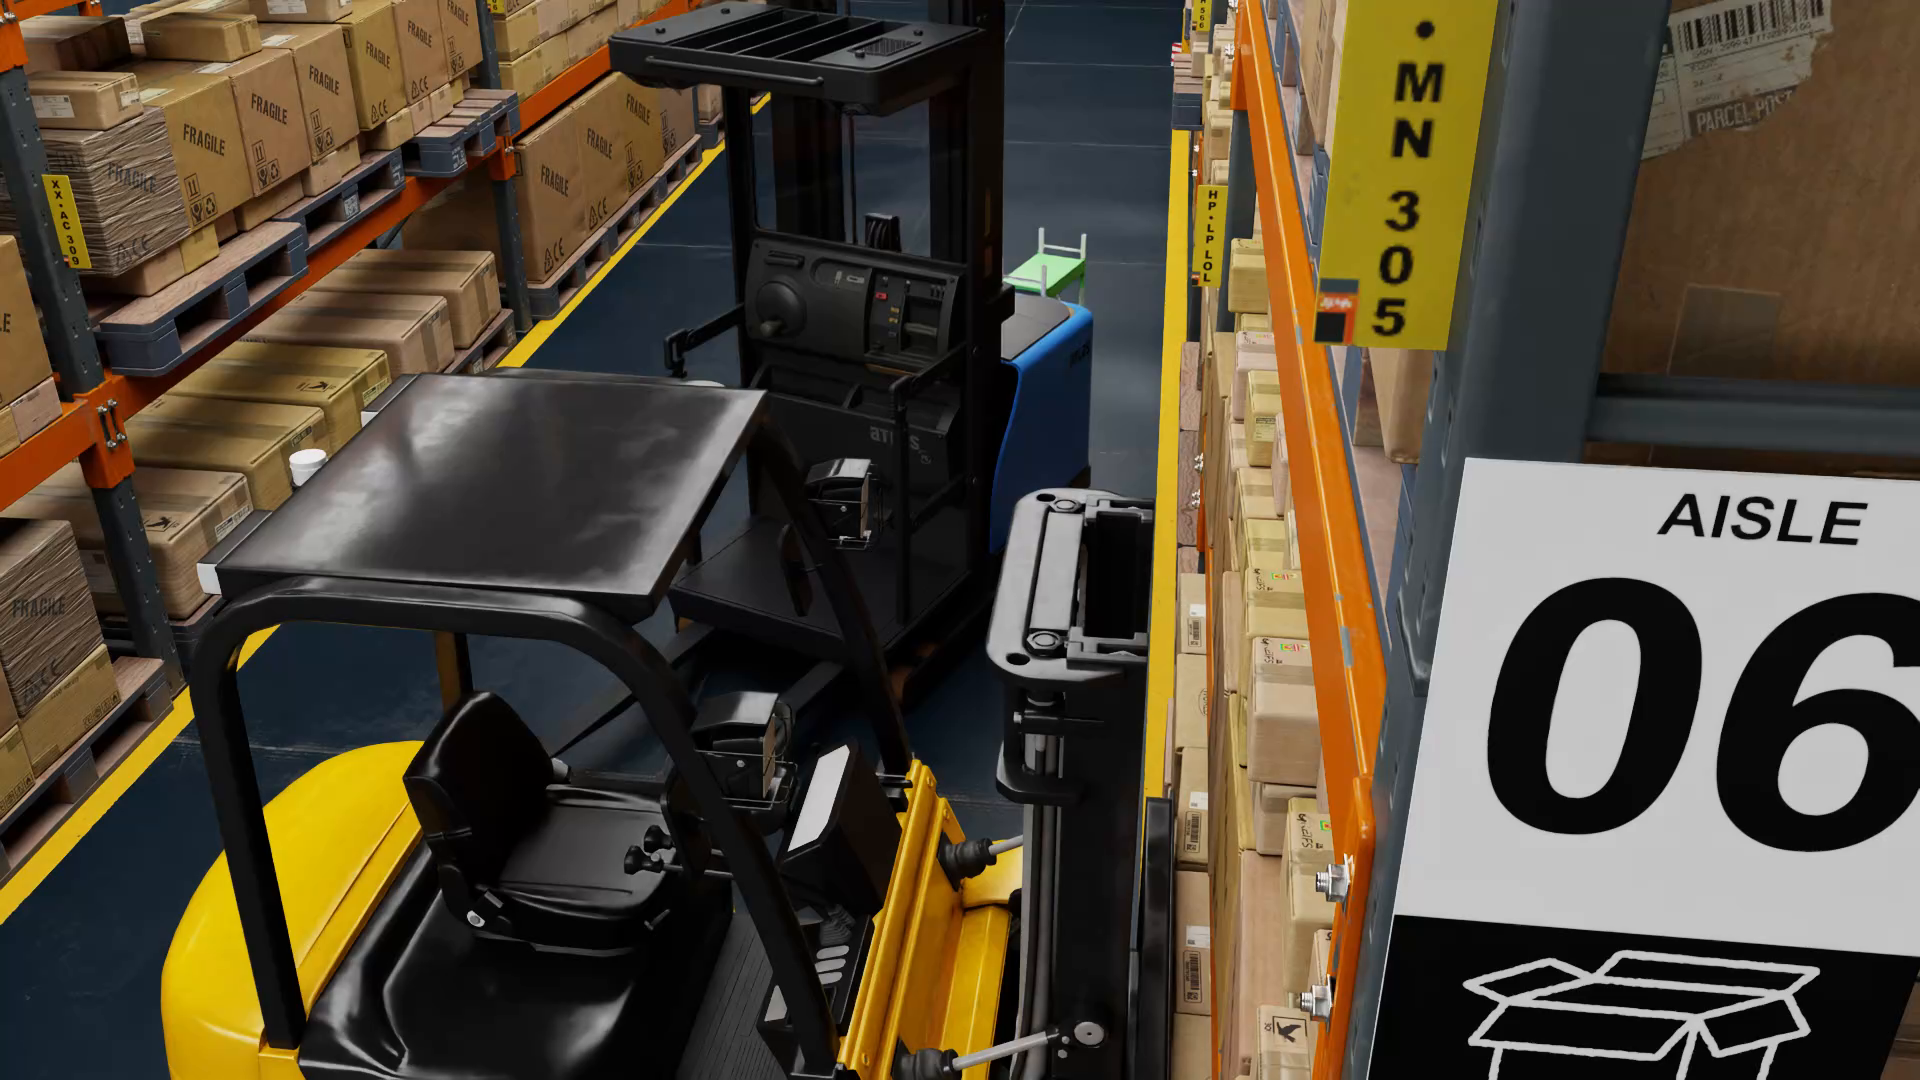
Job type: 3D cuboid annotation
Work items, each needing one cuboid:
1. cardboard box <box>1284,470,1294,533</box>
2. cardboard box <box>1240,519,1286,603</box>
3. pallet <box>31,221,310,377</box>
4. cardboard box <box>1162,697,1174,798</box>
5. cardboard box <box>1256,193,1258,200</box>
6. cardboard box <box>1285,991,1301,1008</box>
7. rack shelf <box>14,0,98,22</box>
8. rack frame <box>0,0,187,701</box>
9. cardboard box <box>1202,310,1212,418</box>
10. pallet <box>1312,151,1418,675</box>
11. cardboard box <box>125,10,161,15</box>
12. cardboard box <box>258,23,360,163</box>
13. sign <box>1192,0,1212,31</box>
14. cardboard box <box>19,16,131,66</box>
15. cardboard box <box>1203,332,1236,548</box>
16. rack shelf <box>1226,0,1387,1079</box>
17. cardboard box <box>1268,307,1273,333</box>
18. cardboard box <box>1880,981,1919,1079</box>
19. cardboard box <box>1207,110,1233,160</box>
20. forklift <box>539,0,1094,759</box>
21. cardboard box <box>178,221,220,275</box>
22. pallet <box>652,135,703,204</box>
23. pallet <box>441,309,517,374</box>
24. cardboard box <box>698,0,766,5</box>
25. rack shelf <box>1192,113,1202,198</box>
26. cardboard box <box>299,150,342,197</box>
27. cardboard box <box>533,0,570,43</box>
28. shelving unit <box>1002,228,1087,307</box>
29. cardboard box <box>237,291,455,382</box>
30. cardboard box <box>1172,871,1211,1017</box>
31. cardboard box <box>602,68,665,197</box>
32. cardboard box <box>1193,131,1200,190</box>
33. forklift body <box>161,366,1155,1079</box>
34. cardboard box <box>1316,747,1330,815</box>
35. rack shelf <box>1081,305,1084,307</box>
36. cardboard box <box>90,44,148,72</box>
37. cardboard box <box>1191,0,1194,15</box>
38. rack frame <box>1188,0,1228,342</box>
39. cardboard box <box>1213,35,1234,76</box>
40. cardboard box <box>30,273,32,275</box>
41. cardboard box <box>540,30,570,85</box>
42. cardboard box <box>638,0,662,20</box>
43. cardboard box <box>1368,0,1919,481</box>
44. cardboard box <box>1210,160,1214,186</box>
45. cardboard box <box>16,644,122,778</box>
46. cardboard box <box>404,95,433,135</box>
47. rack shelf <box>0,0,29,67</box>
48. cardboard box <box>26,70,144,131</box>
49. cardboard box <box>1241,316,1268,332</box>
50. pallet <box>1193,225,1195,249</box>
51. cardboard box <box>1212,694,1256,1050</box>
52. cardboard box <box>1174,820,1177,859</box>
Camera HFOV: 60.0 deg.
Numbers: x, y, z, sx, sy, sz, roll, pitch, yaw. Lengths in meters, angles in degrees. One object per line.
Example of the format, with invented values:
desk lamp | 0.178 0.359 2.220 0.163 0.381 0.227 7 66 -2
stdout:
cardboard box | 0.900 -0.047 3.572 0.380 0.149 0.250 3 29 6
cardboard box | 0.816 0.083 3.644 0.380 0.149 0.250 3 28 5
pallet | -3.364 -1.002 6.650 1.003 0.211 1.213 3 28 6
cardboard box | 0.937 0.785 5.586 0.500 0.250 0.500 4 29 7
cardboard box | 1.243 -1.187 6.001 0.380 0.149 0.250 3 28 6
cardboard box | 0.694 0.684 2.528 0.380 0.149 0.250 4 29 7
rack shelf | -7.791 -3.483 11.811 1.077 0.370 4.000 3 28 6
rack frame | -3.602 -0.735 5.952 1.000 3.000 0.127 3 28 6
cardboard box | 1.127 -0.635 5.924 0.500 0.250 0.500 4 29 7
pallet | 0.947 -0.179 1.850 1.003 0.211 1.213 3 28 6
cardboard box | -7.535 -4.844 15.515 0.380 0.149 0.250 3 29 6
cardboard box | -3.072 -2.009 7.455 0.500 0.500 0.500 2 28 4
sign | 1.276 -2.834 8.710 0.100 0.325 0.005 3 28 6
cardboard box | -3.687 -2.067 6.878 0.380 0.149 0.250 2 28 4
cardboard box | 1.012 -0.299 5.037 0.500 0.500 0.500 3 28 5
rack shelf | 1.080 -0.511 3.132 1.077 0.370 4.000 3 28 6
cardboard box | 1.027 -0.528 4.464 0.380 0.149 0.250 3 28 5
cardboard box | 1.183 0.706 2.173 0.380 0.149 0.250 4 29 8
cardboard box | 1.229 -1.684 6.925 0.380 0.149 0.250 3 28 5
forklift | -0.527 -0.881 6.295 1.130 2.935 3.031 14 31 25
cardboard box | -3.181 -1.169 6.578 0.380 0.149 0.250 4 29 7
pallet | -2.641 -2.906 12.921 1.003 0.211 1.213 3 28 6
pallet | -3.209 -1.023 9.426 1.003 0.211 1.213 3 28 6
cardboard box | -2.113 -5.124 16.358 0.875 0.438 0.875 2 28 4
rack shelf | 2.060 -2.956 10.833 1.077 0.370 4.000 3 28 6
cardboard box | -3.033 -1.663 7.497 0.380 0.149 0.250 4 29 8
cardboard box | -2.740 -3.240 10.232 0.500 0.250 0.500 4 29 7
shelving unit | 0.388 -0.844 8.051 0.258 1.200 0.503 13 31 22
cardboard box | -3.273 -1.033 8.833 0.950 0.372 0.625 3 28 5
cardboard box | 0.760 1.068 4.007 0.500 0.250 0.500 3 28 5
cardboard box | -2.721 -3.028 12.006 0.875 0.875 0.875 4 29 8
cardboard box | 1.902 -2.598 11.603 0.500 0.500 0.500 3 28 5
forklift body | -0.743 0.809 3.980 2.313 2.155 1.214 3 28 6
cardboard box | 0.779 0.437 2.673 0.380 0.149 0.250 4 29 7
rack shelf | 0.388 -0.999 7.968 0.258 0.148 0.480 13 31 22
cardboard box | -3.644 -1.802 7.071 0.500 0.500 0.500 4 29 8
cardboard box | 1.865 -3.615 10.750 0.700 0.500 0.500 3 28 6
rack frame | 1.815 -2.332 8.915 1.000 3.000 0.127 3 28 6
cardboard box | 1.453 -2.403 8.258 0.380 0.149 0.250 4 29 7
cardboard box | -3.812 -1.068 6.392 0.380 0.149 0.250 4 29 7
cardboard box | -2.756 -3.011 10.334 0.500 0.250 0.500 3 28 5
cardboard box | -2.490 -3.970 12.114 0.500 0.250 0.500 3 28 5
cardboard box | 0.647 -0.382 1.480 0.500 0.500 0.500 4 29 8
cardboard box | 1.256 -1.332 6.690 0.500 0.250 0.500 4 29 7
cardboard box | -3.407 0.584 5.959 0.500 0.250 0.500 5 29 9
cardboard box | -2.904 -2.155 8.409 0.380 0.149 0.250 2 28 4
rack shelf | -3.356 -2.681 7.159 1.077 0.370 4.000 3 28 6
cardboard box | -3.193 -1.582 5.978 0.380 0.149 0.250 3 28 6
cardboard box | 0.995 -0.522 4.766 0.380 0.149 0.250 4 29 7
pallet | 2.096 -2.026 11.288 1.003 0.211 1.213 3 28 6
cardboard box | 0.770 0.658 3.260 0.500 0.500 0.500 3 28 5
cardboard box | 0.827 1.040 4.587 0.500 0.250 0.500 3 28 6
